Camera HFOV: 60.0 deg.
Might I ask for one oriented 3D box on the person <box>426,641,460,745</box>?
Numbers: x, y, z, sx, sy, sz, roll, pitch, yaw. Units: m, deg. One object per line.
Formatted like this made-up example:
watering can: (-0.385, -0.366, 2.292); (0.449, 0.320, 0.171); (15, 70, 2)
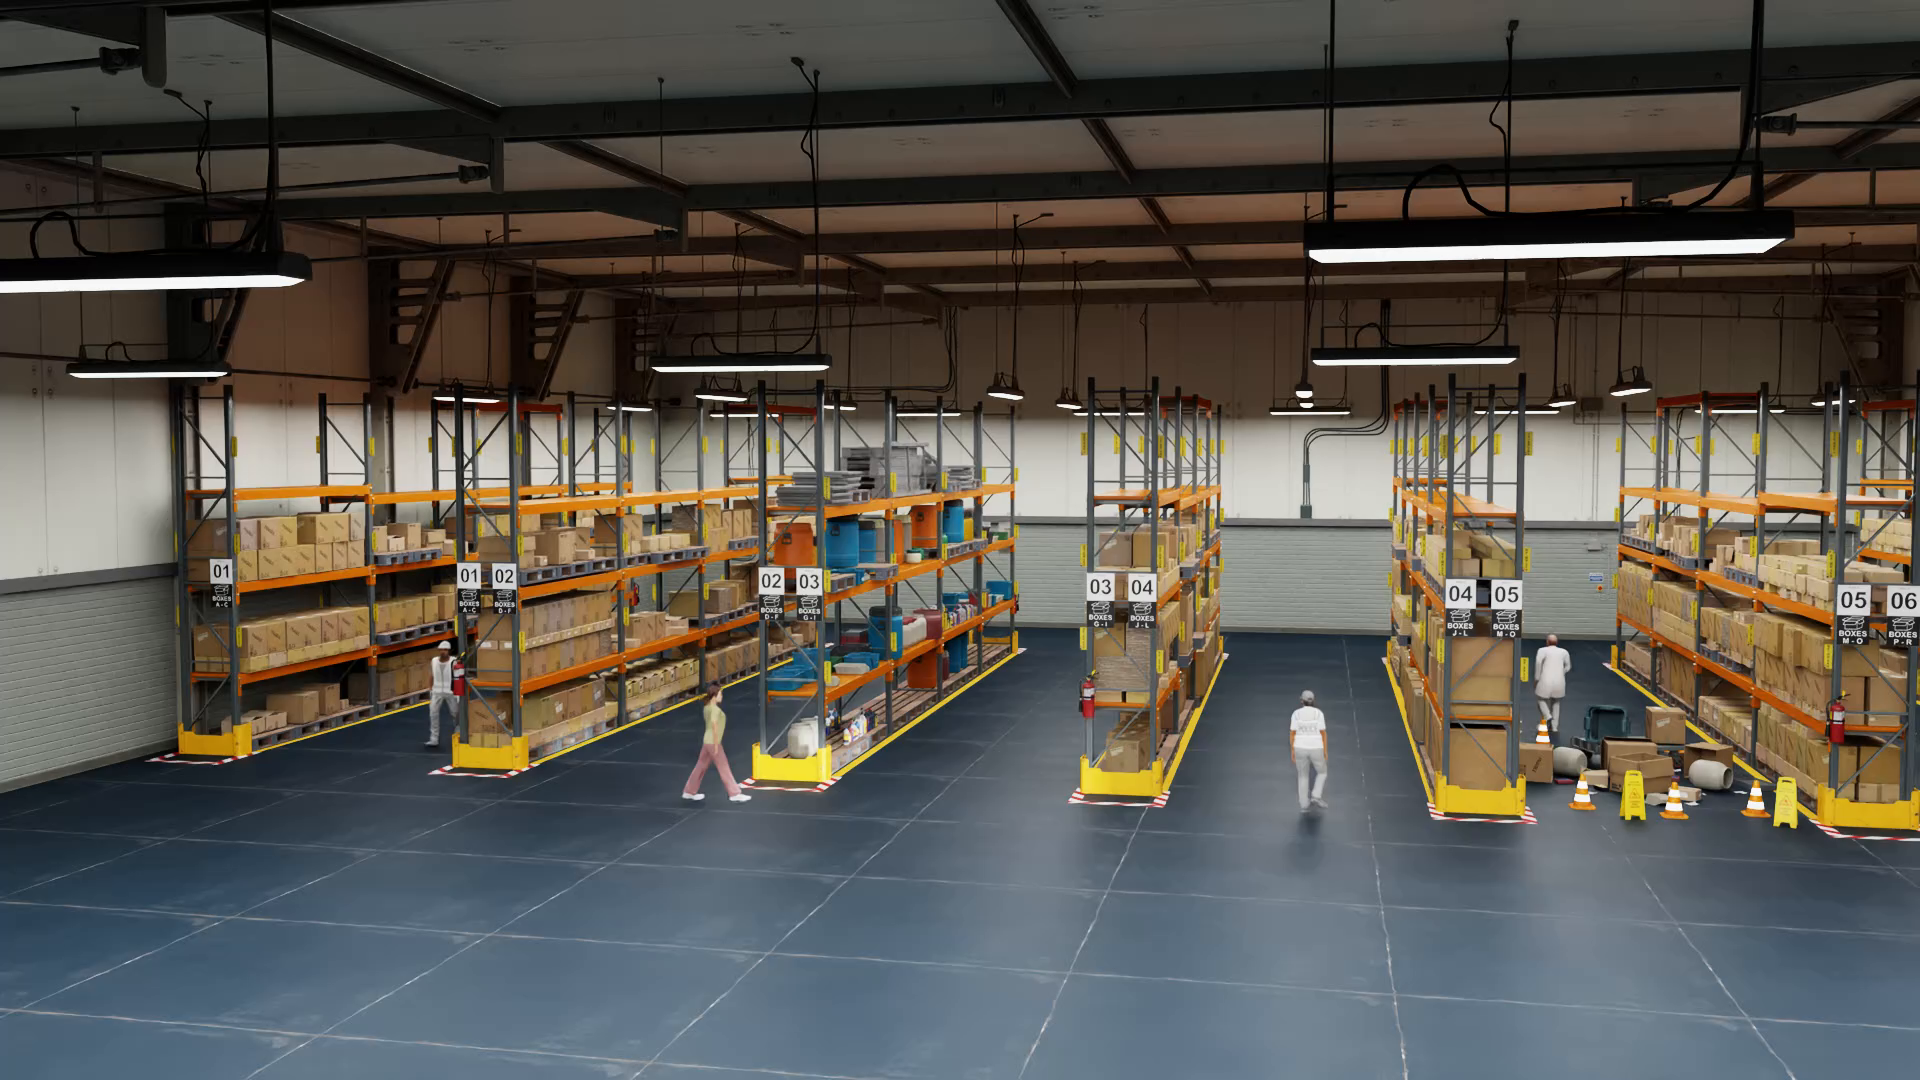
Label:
person: (-8.705, 2.563, 28.145); (0.573, 1.730, 1.058); (0, 3, -5)

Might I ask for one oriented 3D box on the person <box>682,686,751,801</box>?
person: (-3.426, 2.853, 23.369); (0.963, 1.620, 0.483); (0, 3, -6)

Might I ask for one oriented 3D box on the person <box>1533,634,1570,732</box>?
person: (10.481, 2.524, 29.437); (0.641, 1.672, 0.821); (1, 3, 13)

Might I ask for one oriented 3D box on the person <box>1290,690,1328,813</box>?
person: (4.787, 2.895, 22.770); (0.533, 1.653, 0.463); (1, 3, 21)
